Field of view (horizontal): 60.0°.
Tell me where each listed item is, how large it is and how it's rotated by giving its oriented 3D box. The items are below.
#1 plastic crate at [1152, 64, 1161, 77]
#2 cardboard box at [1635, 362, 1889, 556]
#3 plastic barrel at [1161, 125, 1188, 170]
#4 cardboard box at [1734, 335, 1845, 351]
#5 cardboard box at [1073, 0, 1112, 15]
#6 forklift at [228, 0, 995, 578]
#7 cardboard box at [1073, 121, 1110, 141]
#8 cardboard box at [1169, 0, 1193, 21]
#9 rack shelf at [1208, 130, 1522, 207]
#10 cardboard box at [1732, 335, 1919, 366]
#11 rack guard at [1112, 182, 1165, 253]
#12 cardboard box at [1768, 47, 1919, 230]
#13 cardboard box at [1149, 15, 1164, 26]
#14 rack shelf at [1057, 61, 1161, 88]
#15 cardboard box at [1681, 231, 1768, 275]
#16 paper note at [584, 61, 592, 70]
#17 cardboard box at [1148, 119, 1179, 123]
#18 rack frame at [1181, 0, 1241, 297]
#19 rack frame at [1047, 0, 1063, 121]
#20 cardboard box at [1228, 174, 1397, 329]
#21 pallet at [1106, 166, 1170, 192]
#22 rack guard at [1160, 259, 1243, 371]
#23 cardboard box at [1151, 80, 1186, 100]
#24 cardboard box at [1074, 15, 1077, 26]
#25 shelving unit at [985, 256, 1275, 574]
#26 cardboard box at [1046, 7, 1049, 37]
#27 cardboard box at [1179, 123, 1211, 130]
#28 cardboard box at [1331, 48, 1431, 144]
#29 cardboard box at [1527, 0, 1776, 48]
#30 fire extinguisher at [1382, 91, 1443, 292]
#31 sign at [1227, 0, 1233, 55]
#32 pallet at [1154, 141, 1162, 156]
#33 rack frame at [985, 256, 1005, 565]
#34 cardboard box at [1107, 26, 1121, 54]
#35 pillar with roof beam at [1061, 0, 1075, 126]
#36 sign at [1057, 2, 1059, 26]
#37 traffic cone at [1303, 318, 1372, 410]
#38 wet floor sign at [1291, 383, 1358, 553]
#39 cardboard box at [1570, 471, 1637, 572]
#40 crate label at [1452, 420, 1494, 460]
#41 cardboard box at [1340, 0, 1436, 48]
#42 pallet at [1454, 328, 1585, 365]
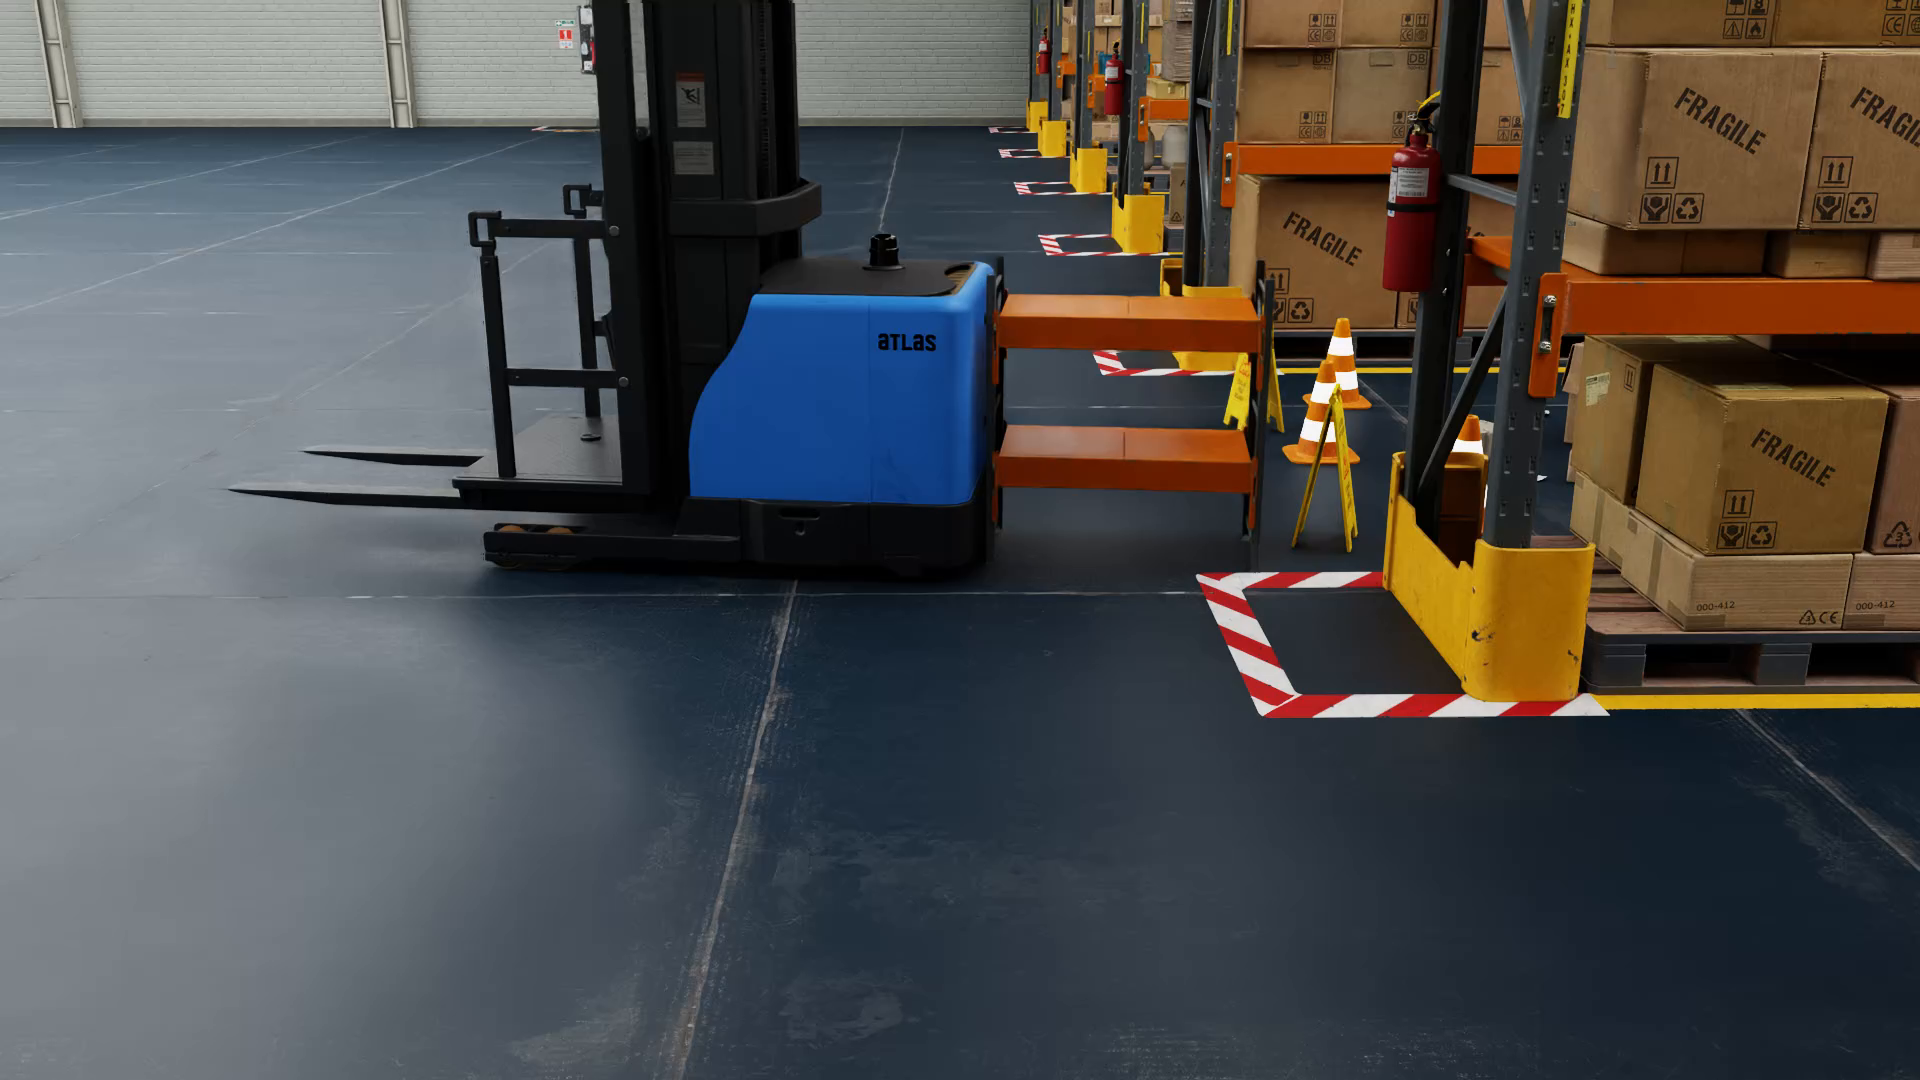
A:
[{"bbox_3d":[2.355,-5.420,19.186,0.250,0.136,0.298,0,18,-1],"label":"plastic crate"},{"bbox_3d":[2.525,-0.268,5.279,0.500,0.500,0.500,-1,18,-3],"label":"cardboard box"},{"bbox_3d":[2.614,-4.684,19.844,0.421,0.512,0.421,0,18,0],"label":"plastic barrel"},{"bbox_3d":[2.853,-0.763,5.759,0.250,0.149,0.380,0,18,1],"label":"cardboard box"},{"bbox_3d":[1.901,-7.817,23.937,0.500,0.500,0.700,0,18,-1],"label":"cardboard box"},{"bbox_3d":[-1.401,-1.433,6.437,3.031,2.935,1.130,2,18,7],"label":"forklift"},{"bbox_3d":[1.921,-5.978,24.306,0.500,0.250,0.500,0,18,-1],"label":"cardboard box"},{"bbox_3d":[2.088,-4.712,14.258,0.500,0.500,0.500,0,18,-1],"label":"cardboard box"},{"bbox_3d":[3.511,-2.279,10.139,4.000,0.370,1.077,0,18,-1],"label":"rack shelf"},{"bbox_3d":[3.009,-0.435,5.800,0.500,0.500,0.500,0,18,1],"label":"cardboard box"},{"bbox_3d":[1.610,-2.937,15.106,0.348,0.500,1.175,0,18,-1],"label":"rack guard"},{"bbox_3d":[2.686,-1.211,4.981,0.500,0.500,0.500,0,18,1],"label":"cardboard box"},{"bbox_3d":[2.809,-7.451,23.858,0.250,0.149,0.380,-1,18,-3],"label":"cardboard box"},{"bbox_3d":[3.381,-6.820,24.294,4.000,0.370,1.077,0,18,-1],"label":"rack shelf"},{"bbox_3d":[2.285,-0.925,5.151,0.250,0.149,0.380,0,18,0],"label":"cardboard box"},{"bbox_3d":[-6.663,-8.505,29.811,0.142,0.148,0.016,0,18,-1],"label":"paper note"},{"bbox_3d":[2.920,-6.344,24.221,0.500,0.500,0.500,0,18,-1],"label":"cardboard box"},{"bbox_3d":[1.511,-2.612,9.999,0.127,3.000,1.000,0,18,-1],"label":"rack frame"},{"bbox_3d":[1.381,-7.153,24.154,0.127,3.000,1.000,0,18,-1],"label":"rack frame"},{"bbox_3d":[2.188,-1.823,10.332,0.875,0.875,0.875,0,18,-1],"label":"cardboard box"},{"bbox_3d":[2.343,-4.329,19.917,1.213,0.211,1.003,0,18,-1],"label":"pallet"},{"bbox_3d":[1.487,-1.421,10.380,0.348,0.500,1.175,0,18,-1],"label":"rack guard"},{"bbox_3d":[1.823,-3.936,14.538,0.250,0.149,0.380,0,18,-1],"label":"cardboard box"},{"bbox_3d":[1.777,-7.445,23.841,0.250,0.149,0.380,0,18,-1],"label":"cardboard box"},{"bbox_3d":[0.644,-0.499,6.481,1.048,1.125,0.538,2,18,5],"label":"shelving unit"},{"bbox_3d":[1.767,-9.028,28.985,0.500,0.500,0.500,0,18,-1],"label":"cardboard box"},{"bbox_3d":[3.421,-5.985,24.327,0.500,0.250,0.500,0,18,-1],"label":"cardboard box"},{"bbox_3d":[2.431,-2.708,10.054,0.550,0.550,0.875,0,18,-1],"label":"cardboard box"},{"bbox_3d":[2.198,-1.835,5.290,0.500,0.500,0.700,-1,18,-2],"label":"cardboard box"},{"bbox_3d":[1.568,-1.204,5.736,0.183,0.674,0.296,0,18,-1],"label":"fire extinguisher"},{"bbox_3d":[1.514,-2.892,9.326,0.005,0.325,0.100,0,18,-1],"label":"sign"},{"bbox_3d":[3.362,-5.846,24.647,1.213,0.211,1.003,0,18,-1],"label":"pallet"},{"bbox_3d":[0.138,-0.514,6.529,0.032,1.125,0.500,2,18,5],"label":"rack frame"},{"bbox_3d":[2.373,-7.203,24.146,0.500,0.500,0.700,0,18,1],"label":"cardboard box"},{"bbox_3d":[2.053,-10.475,24.690,0.400,9.000,9.100,0,18,-1],"label":"pillar with roof beam"},{"bbox_3d":[1.384,-7.433,23.482,0.005,0.325,0.100,0,18,-1],"label":"sign"},{"bbox_3d":[2.064,-0.973,9.042,0.334,0.463,0.336,0,18,-1],"label":"traffic cone"},{"bbox_3d":[1.483,-0.305,6.663,0.232,0.644,0.267,6,19,18],"label":"wet floor sign"},{"bbox_3d":[2.518,-0.077,5.912,0.500,0.250,0.500,0,18,-1],"label":"cardboard box"},{"bbox_3d":[2.527,-0.494,8.082,0.298,0.136,0.250,-10,20,-29],"label":"crate label"},{"bbox_3d":[2.431,-3.218,9.876,0.550,0.550,0.875,0,18,-1],"label":"cardboard box"},{"bbox_3d":[3.526,-1.317,10.527,1.213,0.211,1.003,0,18,-1],"label":"pallet"}]
